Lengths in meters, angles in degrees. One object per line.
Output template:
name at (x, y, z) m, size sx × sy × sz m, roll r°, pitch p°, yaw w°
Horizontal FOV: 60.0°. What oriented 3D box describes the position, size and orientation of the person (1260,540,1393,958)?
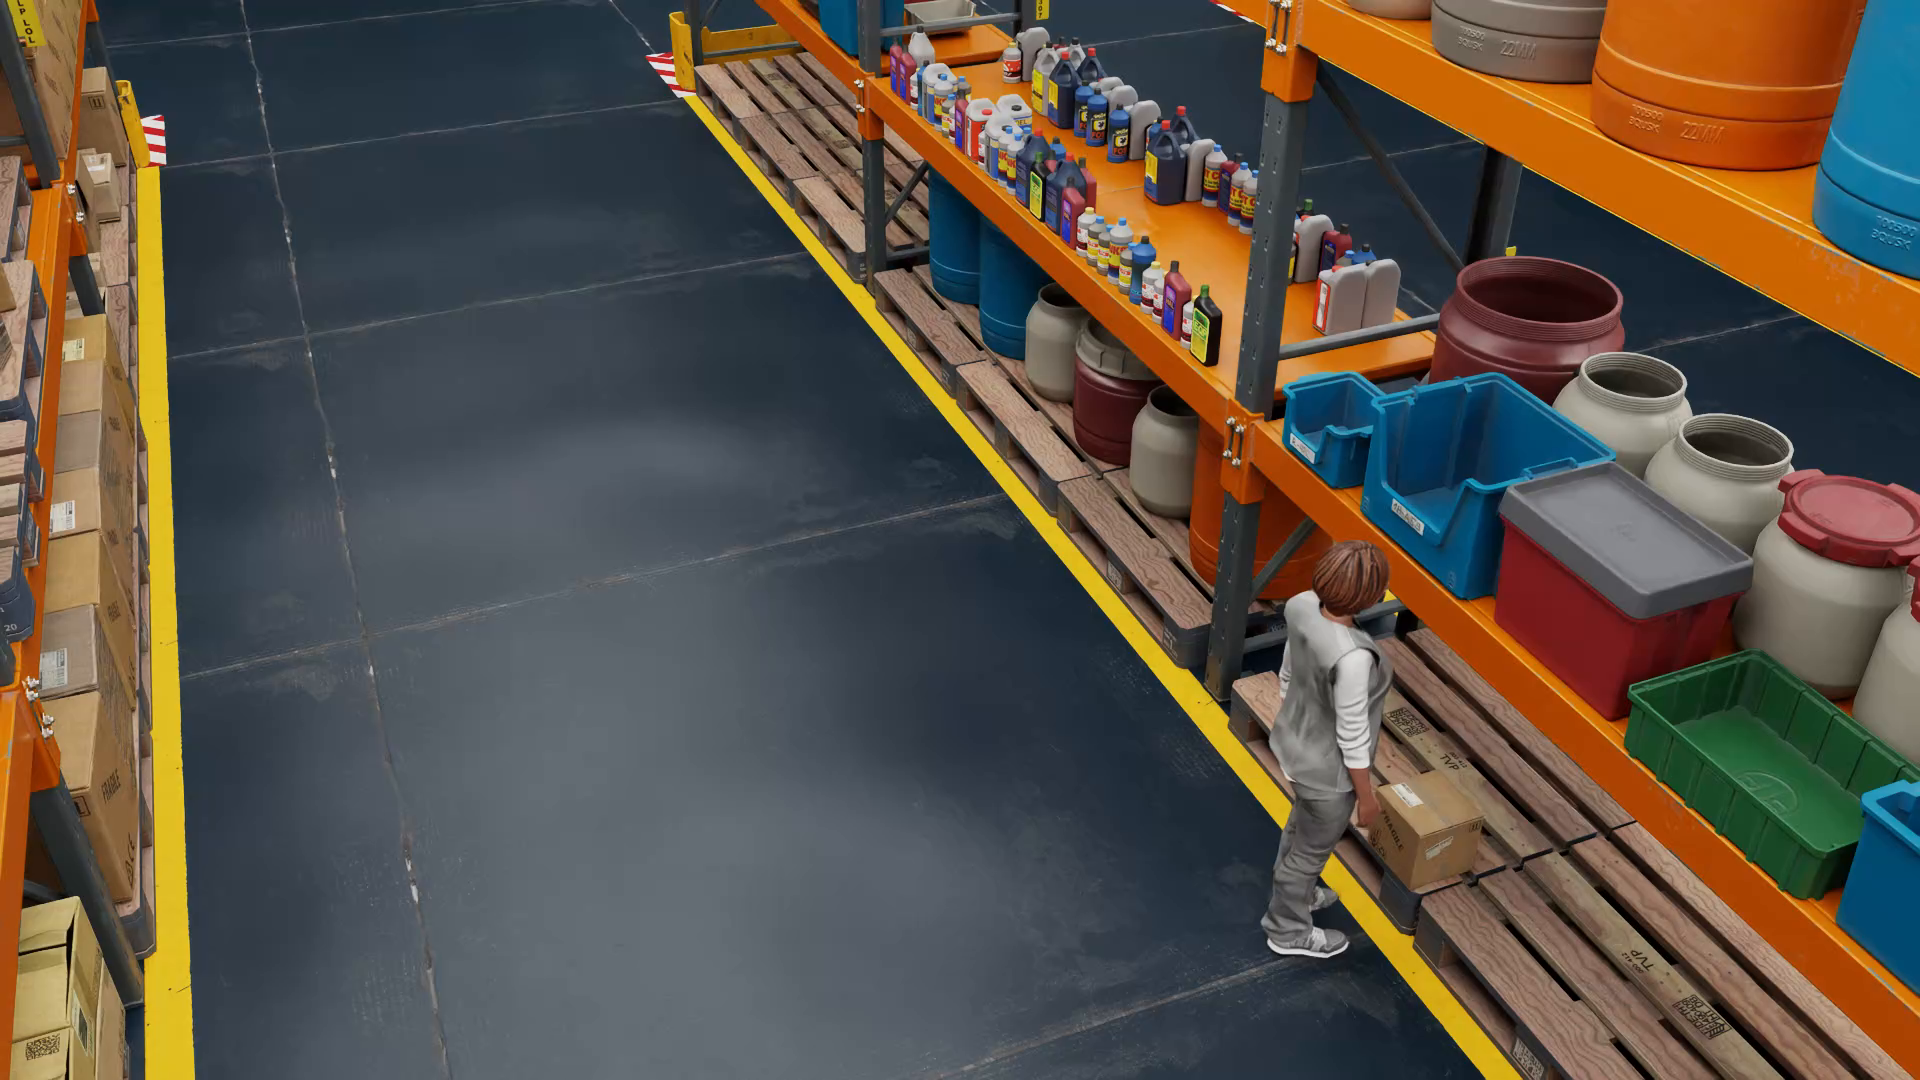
person at (1.159, 0.692, 5.146) m, size 0.394 × 1.641 × 0.456 m, roll -7°, pitch 35°, yaw -11°
